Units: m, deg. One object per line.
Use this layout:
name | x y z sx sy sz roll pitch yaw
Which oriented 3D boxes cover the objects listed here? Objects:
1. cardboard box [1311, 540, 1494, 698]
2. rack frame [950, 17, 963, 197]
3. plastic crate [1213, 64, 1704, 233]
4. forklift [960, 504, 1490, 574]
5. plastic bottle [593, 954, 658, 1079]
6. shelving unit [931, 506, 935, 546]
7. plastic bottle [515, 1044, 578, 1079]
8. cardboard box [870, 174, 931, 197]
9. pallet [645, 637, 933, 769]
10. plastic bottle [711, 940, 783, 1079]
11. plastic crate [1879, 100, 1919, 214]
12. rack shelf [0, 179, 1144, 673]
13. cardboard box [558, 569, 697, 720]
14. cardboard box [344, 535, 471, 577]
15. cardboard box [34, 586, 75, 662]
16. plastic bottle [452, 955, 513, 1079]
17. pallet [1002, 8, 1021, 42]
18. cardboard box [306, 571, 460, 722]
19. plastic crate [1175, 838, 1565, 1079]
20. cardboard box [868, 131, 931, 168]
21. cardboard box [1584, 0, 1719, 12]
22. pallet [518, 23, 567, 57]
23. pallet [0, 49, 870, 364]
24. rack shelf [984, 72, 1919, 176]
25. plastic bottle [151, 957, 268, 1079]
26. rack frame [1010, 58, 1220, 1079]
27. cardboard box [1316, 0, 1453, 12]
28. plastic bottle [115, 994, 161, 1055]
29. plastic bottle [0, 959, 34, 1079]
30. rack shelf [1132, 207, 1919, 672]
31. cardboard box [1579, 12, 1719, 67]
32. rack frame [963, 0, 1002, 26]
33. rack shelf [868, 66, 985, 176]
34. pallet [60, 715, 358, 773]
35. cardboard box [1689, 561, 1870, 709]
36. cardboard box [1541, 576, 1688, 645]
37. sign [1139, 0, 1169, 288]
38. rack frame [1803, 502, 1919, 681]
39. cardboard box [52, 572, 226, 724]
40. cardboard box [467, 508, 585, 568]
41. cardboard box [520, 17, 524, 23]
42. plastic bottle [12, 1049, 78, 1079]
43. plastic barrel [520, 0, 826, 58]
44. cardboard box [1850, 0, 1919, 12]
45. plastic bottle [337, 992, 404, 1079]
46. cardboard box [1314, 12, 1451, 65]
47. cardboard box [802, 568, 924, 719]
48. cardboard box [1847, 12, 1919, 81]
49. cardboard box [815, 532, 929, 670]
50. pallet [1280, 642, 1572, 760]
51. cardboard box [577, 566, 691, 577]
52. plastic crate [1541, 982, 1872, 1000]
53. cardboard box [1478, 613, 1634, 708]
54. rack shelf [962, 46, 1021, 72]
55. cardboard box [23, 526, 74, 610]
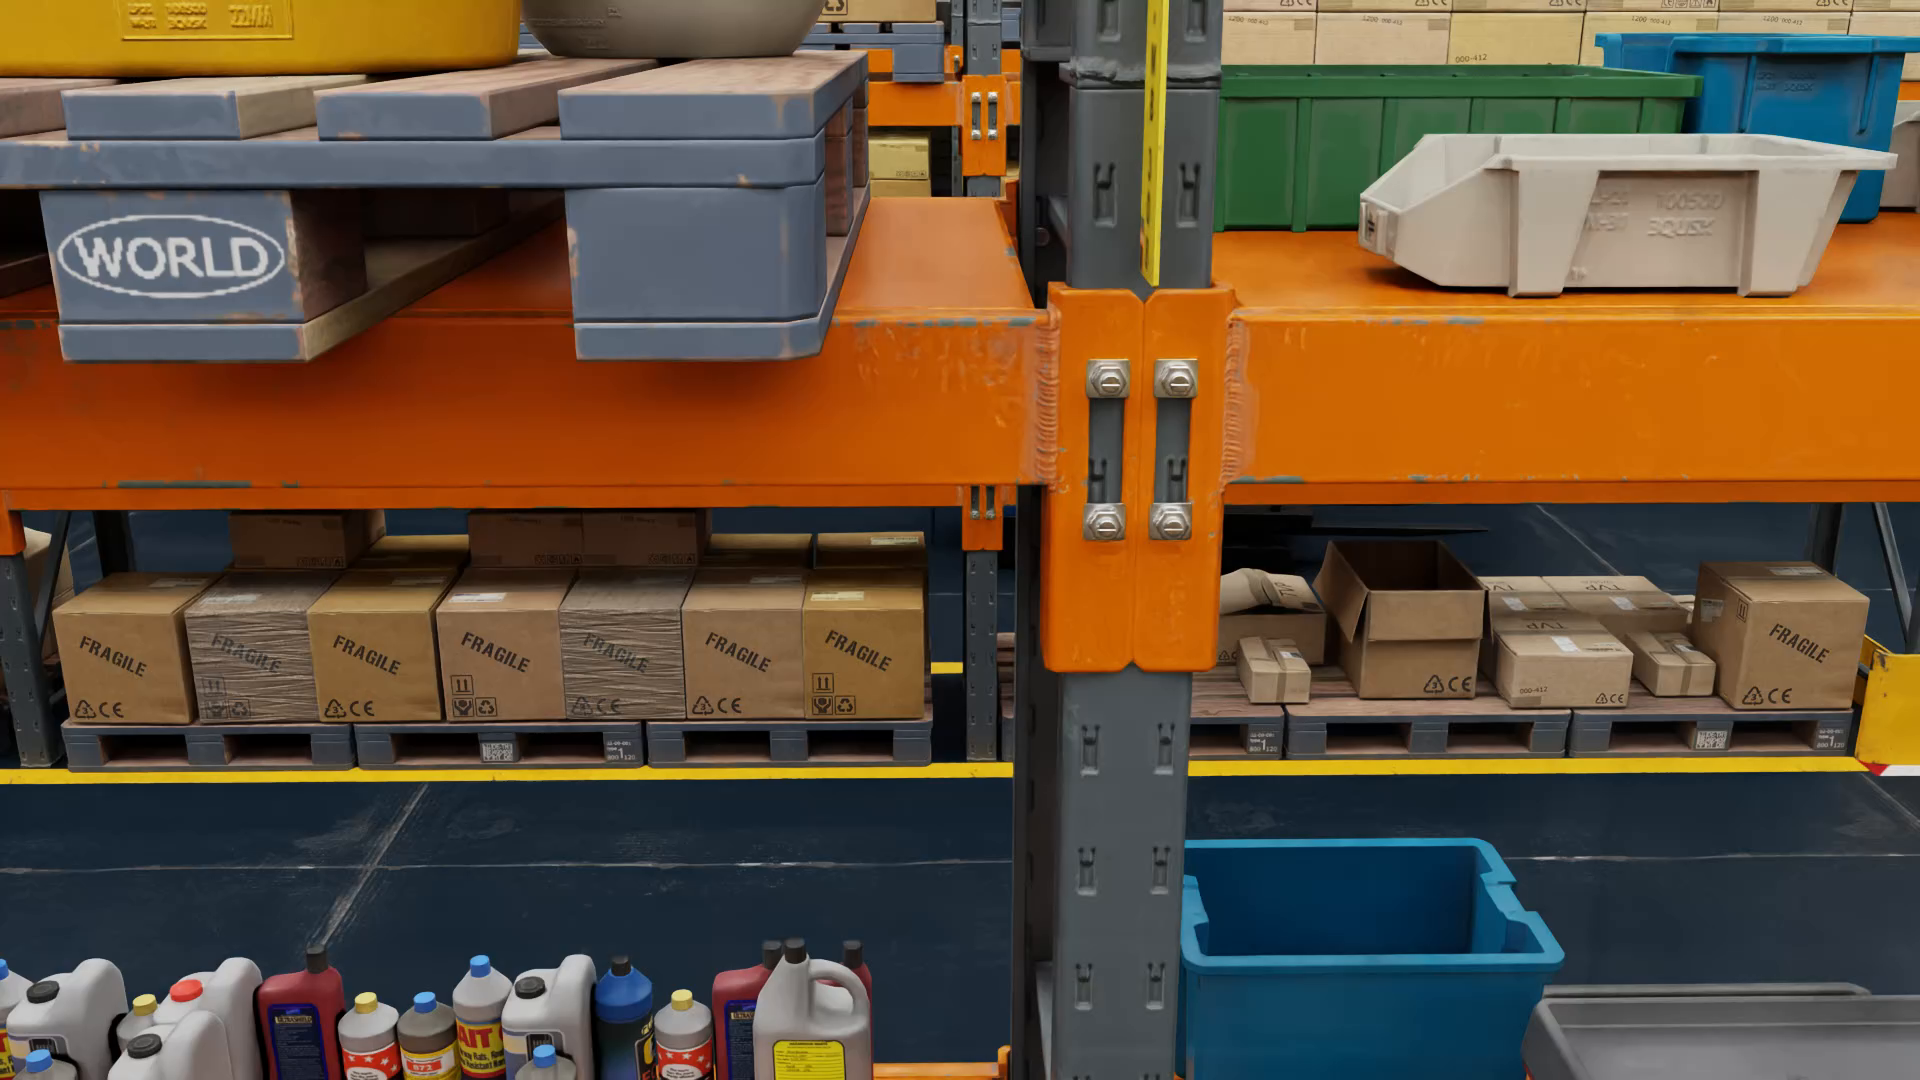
cardboard box | 1.962 0.337 7.454 0.637 0.503 0.797 0 18 -1
rack frame | 0.002 -2.145 11.823 0.127 3.000 1.000 0 18 -1
plastic crate | 0.577 -0.541 2.259 0.662 0.188 0.450 0 18 -1
forklift | 1.539 -1.369 9.518 3.031 2.935 1.130 1 18 3
plastic bottle | -0.561 0.821 2.788 0.097 0.271 0.097 0 18 0
shelving unit | -0.073 -0.573 9.871 0.189 1.200 0.258 1 18 3
plastic bottle | -0.656 0.901 2.653 0.097 0.201 0.097 0 18 0
cardboard box | -0.456 -2.264 11.512 0.500 0.500 0.500 -1 18 -2
pallet | -0.729 0.711 7.484 1.213 0.211 1.003 0 18 -1
plastic bottle | -0.348 0.809 2.807 0.133 0.283 0.061 0 18 -1
plastic crate | 1.424 -0.544 2.354 0.466 0.136 0.293 0 18 -1
rack shelf | -1.841 -0.195 2.012 4.000 0.370 1.077 0 18 -1
cardboard box | -1.401 0.441 7.134 0.500 0.500 0.500 0 18 0
cardboard box | -2.467 0.290 7.606 0.500 0.500 0.500 -1 18 -3
cardboard box | -4.444 0.410 7.674 0.500 0.250 0.500 0 18 -1
plastic bottle | -0.793 0.822 2.785 0.097 0.271 0.097 0 18 0
pallet | 0.820 -3.532 11.381 1.213 0.211 1.003 0 18 -1
cardboard box | -2.431 0.448 7.112 0.500 0.500 0.500 -1 18 -2
plastic crate | 0.620 0.754 2.715 0.575 0.384 0.392 0 18 -1
cardboard box | -0.462 -2.778 11.886 0.500 0.250 0.500 0 18 1
cardboard box | 2.574 -2.162 6.393 0.500 0.250 0.500 0 18 -1
pallet | -1.606 -1.983 6.716 1.003 0.211 1.213 0 18 -1
pallet | -0.624 -0.424 1.856 1.003 0.211 1.213 0 18 -1
rack shelf | 2.084 -1.727 6.788 4.000 0.370 1.077 0 18 -1
plastic bottle | -1.236 0.830 2.751 0.135 0.276 0.152 0 18 -1
rack frame | 0.158 0.881 2.390 0.127 3.000 1.000 0 18 -1
cardboard box | 1.574 -2.155 6.371 0.500 0.250 0.500 0 18 -1
plastic bottle | -1.353 0.858 2.787 0.097 0.201 0.097 0 18 0
plastic bottle | -1.585 0.826 2.773 0.097 0.271 0.097 0 18 0
rack shelf | 2.158 -0.214 2.072 4.000 0.370 1.077 0 18 -1
cardboard box | 2.574 -1.920 6.456 0.500 0.250 0.500 0 18 -1
rack frame | 0.084 -3.488 6.190 0.127 3.000 1.000 0 18 -1
rack shelf | -1.916 -1.708 6.728 4.000 0.370 1.077 0 18 -1
pallet | -3.169 0.723 7.448 1.213 0.211 1.003 0 18 -1
cardboard box | 3.544 0.407 7.239 0.500 0.500 0.500 0 18 -1
cardboard box | 3.035 0.367 7.774 0.500 0.250 0.500 0 18 -1
sign | 0.165 -0.384 1.407 0.005 0.325 0.100 0 18 -1
rack frame | 4.083 -0.651 7.167 0.127 3.000 1.000 0 18 -1
cardboard box | -3.456 0.453 7.096 0.500 0.500 0.500 0 18 1
cardboard box | -1.905 -0.073 7.508 0.500 0.250 0.500 -1 18 -2
cardboard box | -1.755 -2.368 6.594 0.600 0.600 0.600 -1 18 -3
plastic bottle | -1.448 0.905 2.641 0.097 0.201 0.097 0 18 0
plastic barrel | -0.372 -0.886 2.078 0.433 0.535 0.433 0 18 0
cardboard box | 3.574 -2.166 6.405 0.500 0.250 0.500 0 18 -1
plastic bottle | -0.987 0.856 2.792 0.097 0.201 0.097 0 18 0
cardboard box | 1.574 -1.919 6.453 0.500 0.250 0.500 0 18 -1
cardboard box | -0.405 0.439 7.141 0.500 0.500 0.500 0 18 -1
cardboard box | 3.574 -1.925 6.473 0.500 0.250 0.500 0 18 -1
cardboard box | -0.404 0.277 7.646 0.500 0.500 0.500 -1 18 -3
pallet | 1.993 0.686 7.563 1.213 0.211 1.003 0 18 -1
cardboard box | -1.437 0.283 7.627 0.500 0.500 0.500 0 18 0
plastic crate | 1.273 0.896 2.696 0.590 0.125 0.437 0 18 -1
cardboard box | 2.593 0.522 7.291 0.500 0.250 0.500 0 18 -1
rack shelf | 2.002 -3.240 11.505 4.000 0.370 1.077 0 18 -1
cardboard box | -4.444 0.143 7.588 0.500 0.311 0.500 0 18 1
